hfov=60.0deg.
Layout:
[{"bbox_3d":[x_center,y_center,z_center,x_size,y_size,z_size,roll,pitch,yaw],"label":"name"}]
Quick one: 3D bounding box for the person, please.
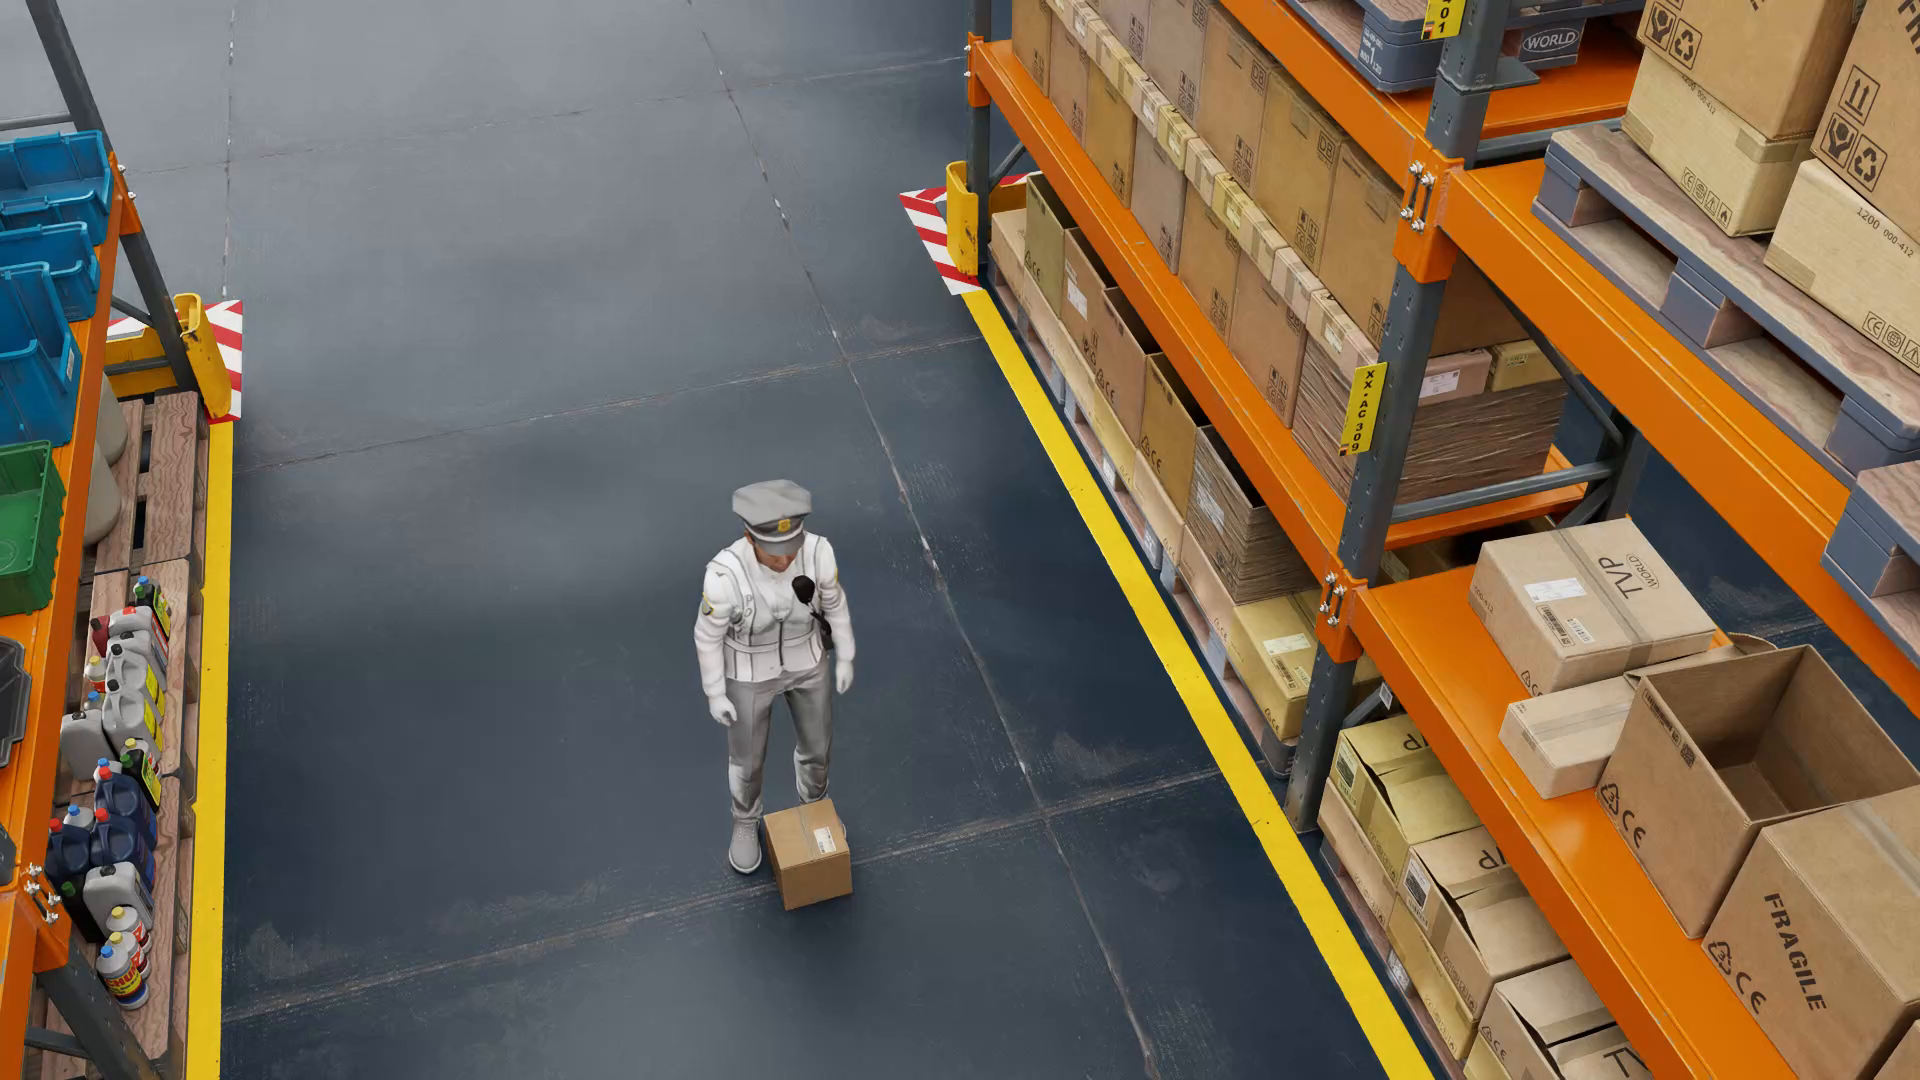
[{"bbox_3d":[-0.616,0.451,5.663,0.547,1.666,0.371,-14,44,-15],"label":"person"}]
